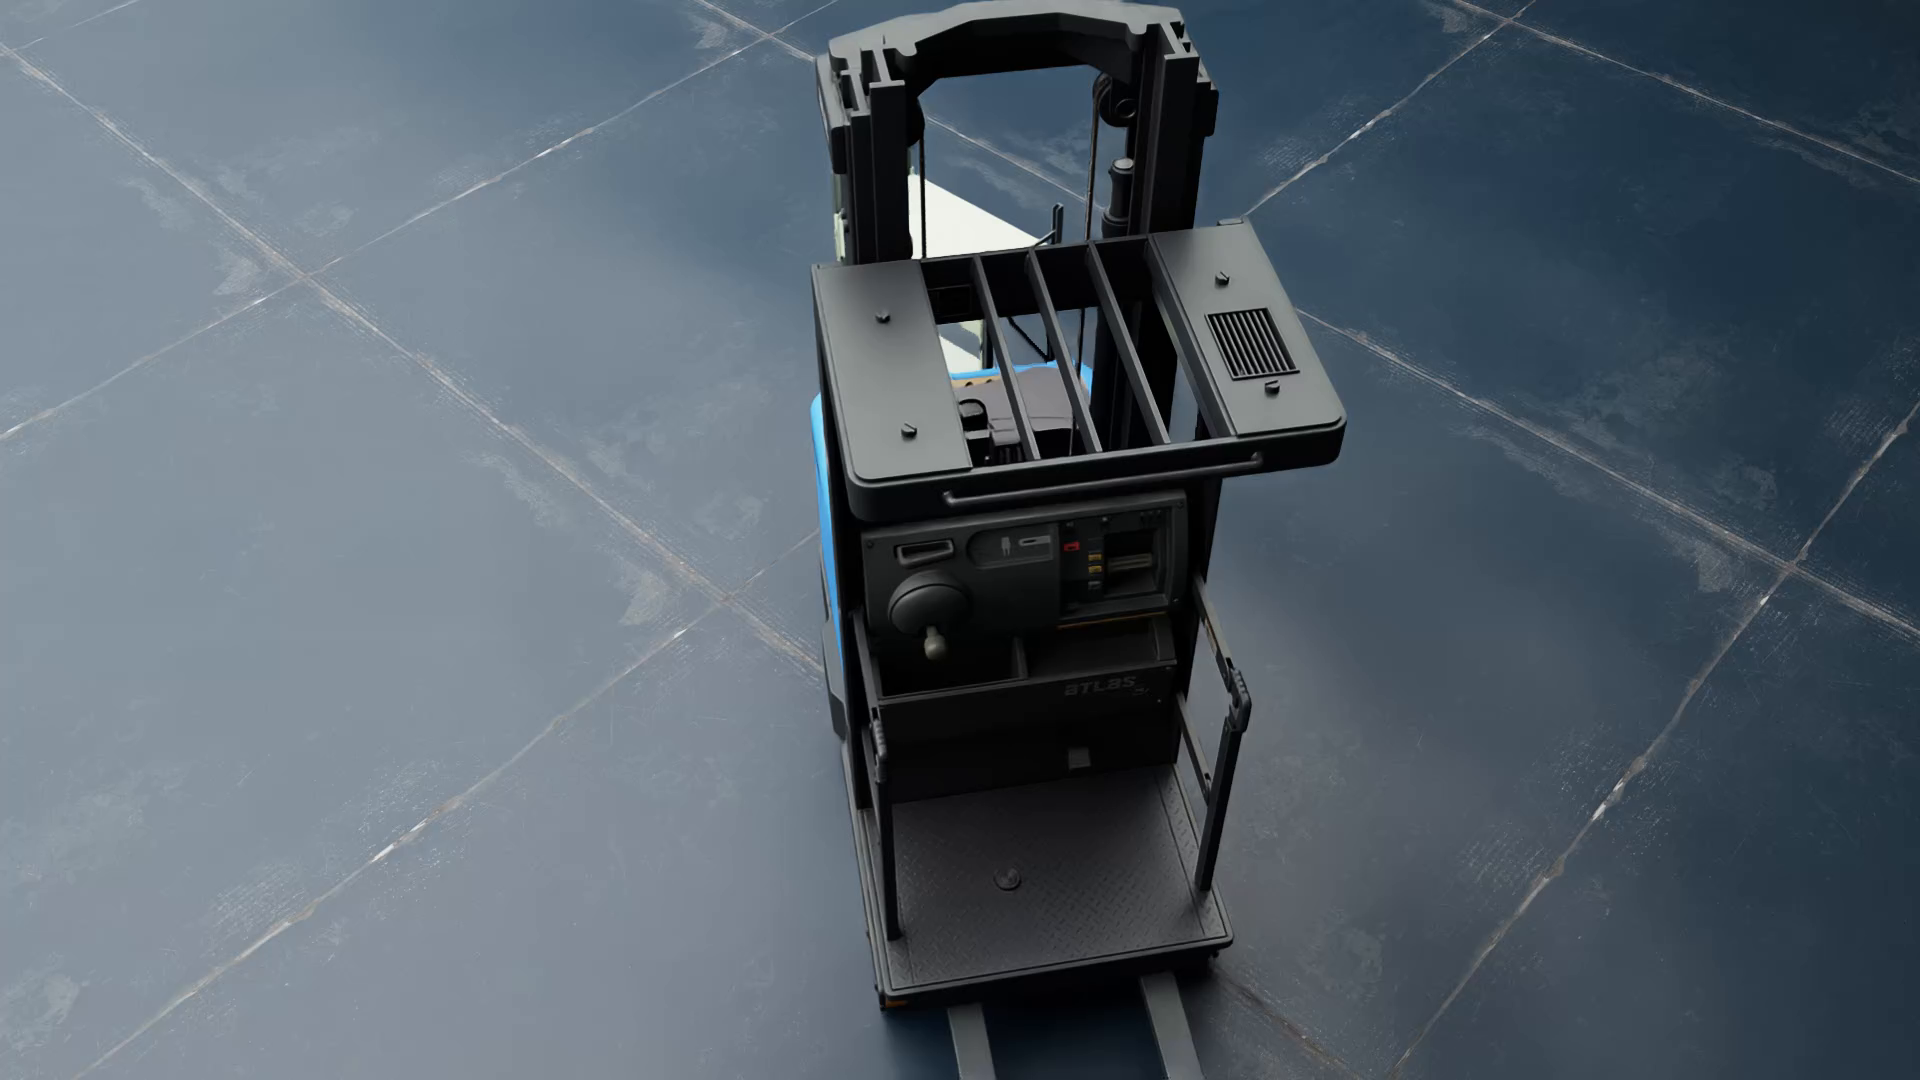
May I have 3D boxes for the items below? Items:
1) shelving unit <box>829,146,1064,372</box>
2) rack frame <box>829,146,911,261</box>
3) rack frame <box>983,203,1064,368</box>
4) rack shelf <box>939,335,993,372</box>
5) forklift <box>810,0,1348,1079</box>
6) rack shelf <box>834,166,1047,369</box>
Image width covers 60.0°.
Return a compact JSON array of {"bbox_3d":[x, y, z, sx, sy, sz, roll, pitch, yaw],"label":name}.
[{"bbox_3d":[-0.053,-0.728,6.404,0.755,1.500,0.431,33,55,27],"label":"shelving unit"},{"bbox_3d":[-0.325,-0.906,6.572,0.023,1.500,0.400,33,55,27],"label":"rack frame"},{"bbox_3d":[0.219,-0.549,6.237,0.023,1.500,0.400,33,55,27],"label":"rack frame"},{"bbox_3d":[-0.053,-0.504,6.642,0.720,0.370,0.431,33,55,27],"label":"rack shelf"},{"bbox_3d":[0.230,0.198,4.553,1.130,2.935,3.031,-7,47,-7],"label":"forklift"},{"bbox_3d":[-0.053,-0.995,6.120,0.720,0.370,0.431,33,55,27],"label":"rack shelf"}]
